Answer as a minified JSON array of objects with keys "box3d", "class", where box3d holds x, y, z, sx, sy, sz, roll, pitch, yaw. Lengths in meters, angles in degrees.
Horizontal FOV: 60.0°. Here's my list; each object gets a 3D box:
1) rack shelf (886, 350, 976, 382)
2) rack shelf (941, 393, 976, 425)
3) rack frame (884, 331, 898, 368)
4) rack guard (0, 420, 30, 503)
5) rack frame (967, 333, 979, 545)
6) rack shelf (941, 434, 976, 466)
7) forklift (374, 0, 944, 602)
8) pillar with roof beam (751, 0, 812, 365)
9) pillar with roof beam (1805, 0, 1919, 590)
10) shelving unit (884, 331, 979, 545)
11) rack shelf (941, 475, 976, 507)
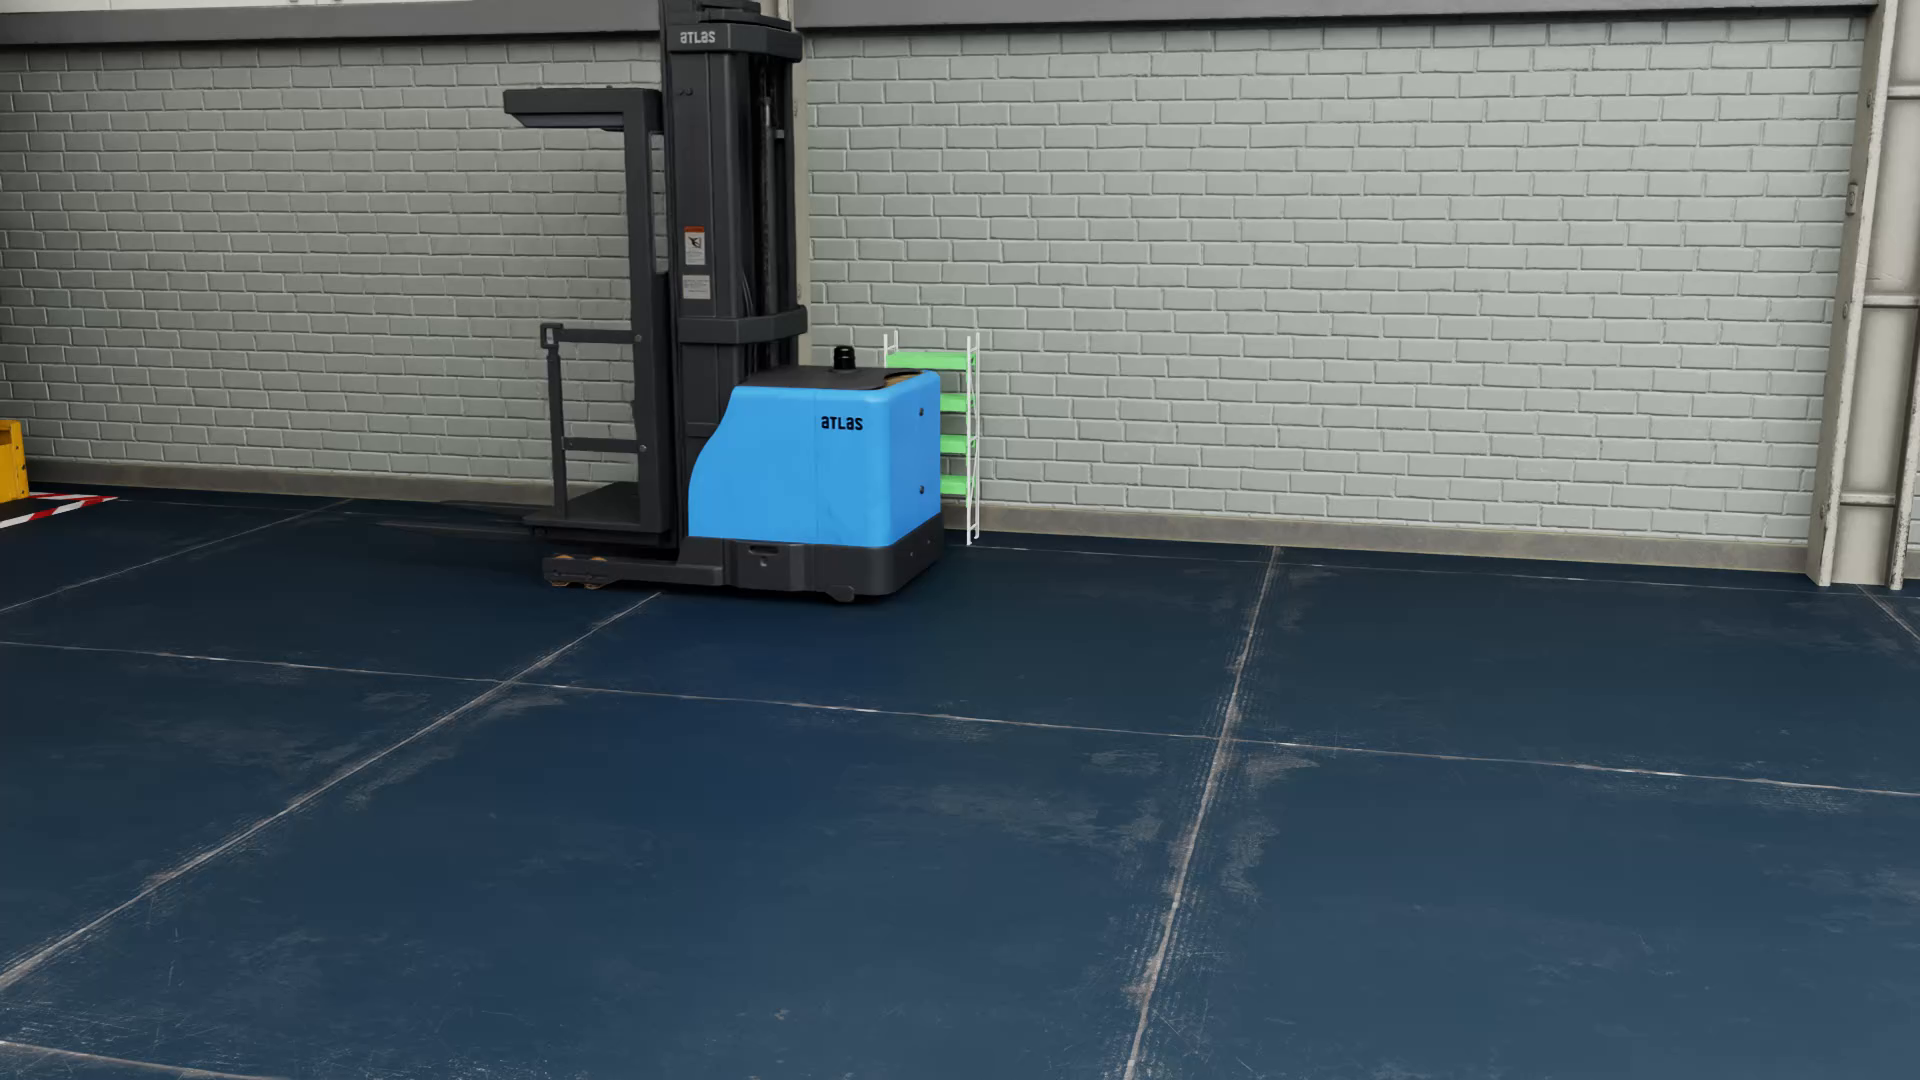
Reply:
[{"box3d":[-0.161,-1.001,9.552,0.480,0.148,0.258,3,13,14],"class":"rack shelf"},{"box3d":[-0.161,-0.766,9.604,0.480,0.148,0.258,3,13,14],"class":"rack shelf"},{"box3d":[-0.398,-0.607,9.700,0.015,1.200,0.240,3,13,14],"class":"rack frame"},{"box3d":[-6.465,-0.425,10.495,0.348,0.500,1.175,3,13,14],"class":"rack guard"},{"box3d":[0.076,-0.582,9.585,0.015,1.200,0.240,3,13,14],"class":"rack frame"},{"box3d":[-0.161,-0.532,9.656,0.480,0.148,0.258,3,13,14],"class":"rack shelf"},{"box3d":[-1.664,-1.280,8.738,3.031,2.935,1.130,4,13,16],"class":"forklift"},{"box3d":[-2.155,-3.584,5.113,0.400,9.000,9.100,3,13,14],"class":"pillar with roof beam"},{"box3d":[3.670,-3.273,3.710,0.400,9.000,9.100,3,13,14],"class":"pillar with roof beam"},{"box3d":[-0.161,-0.594,9.642,0.503,1.200,0.258,3,13,14],"class":"shelving unit"},{"box3d":[-0.161,-0.298,9.708,0.480,0.148,0.258,3,13,14],"class":"rack shelf"}]
